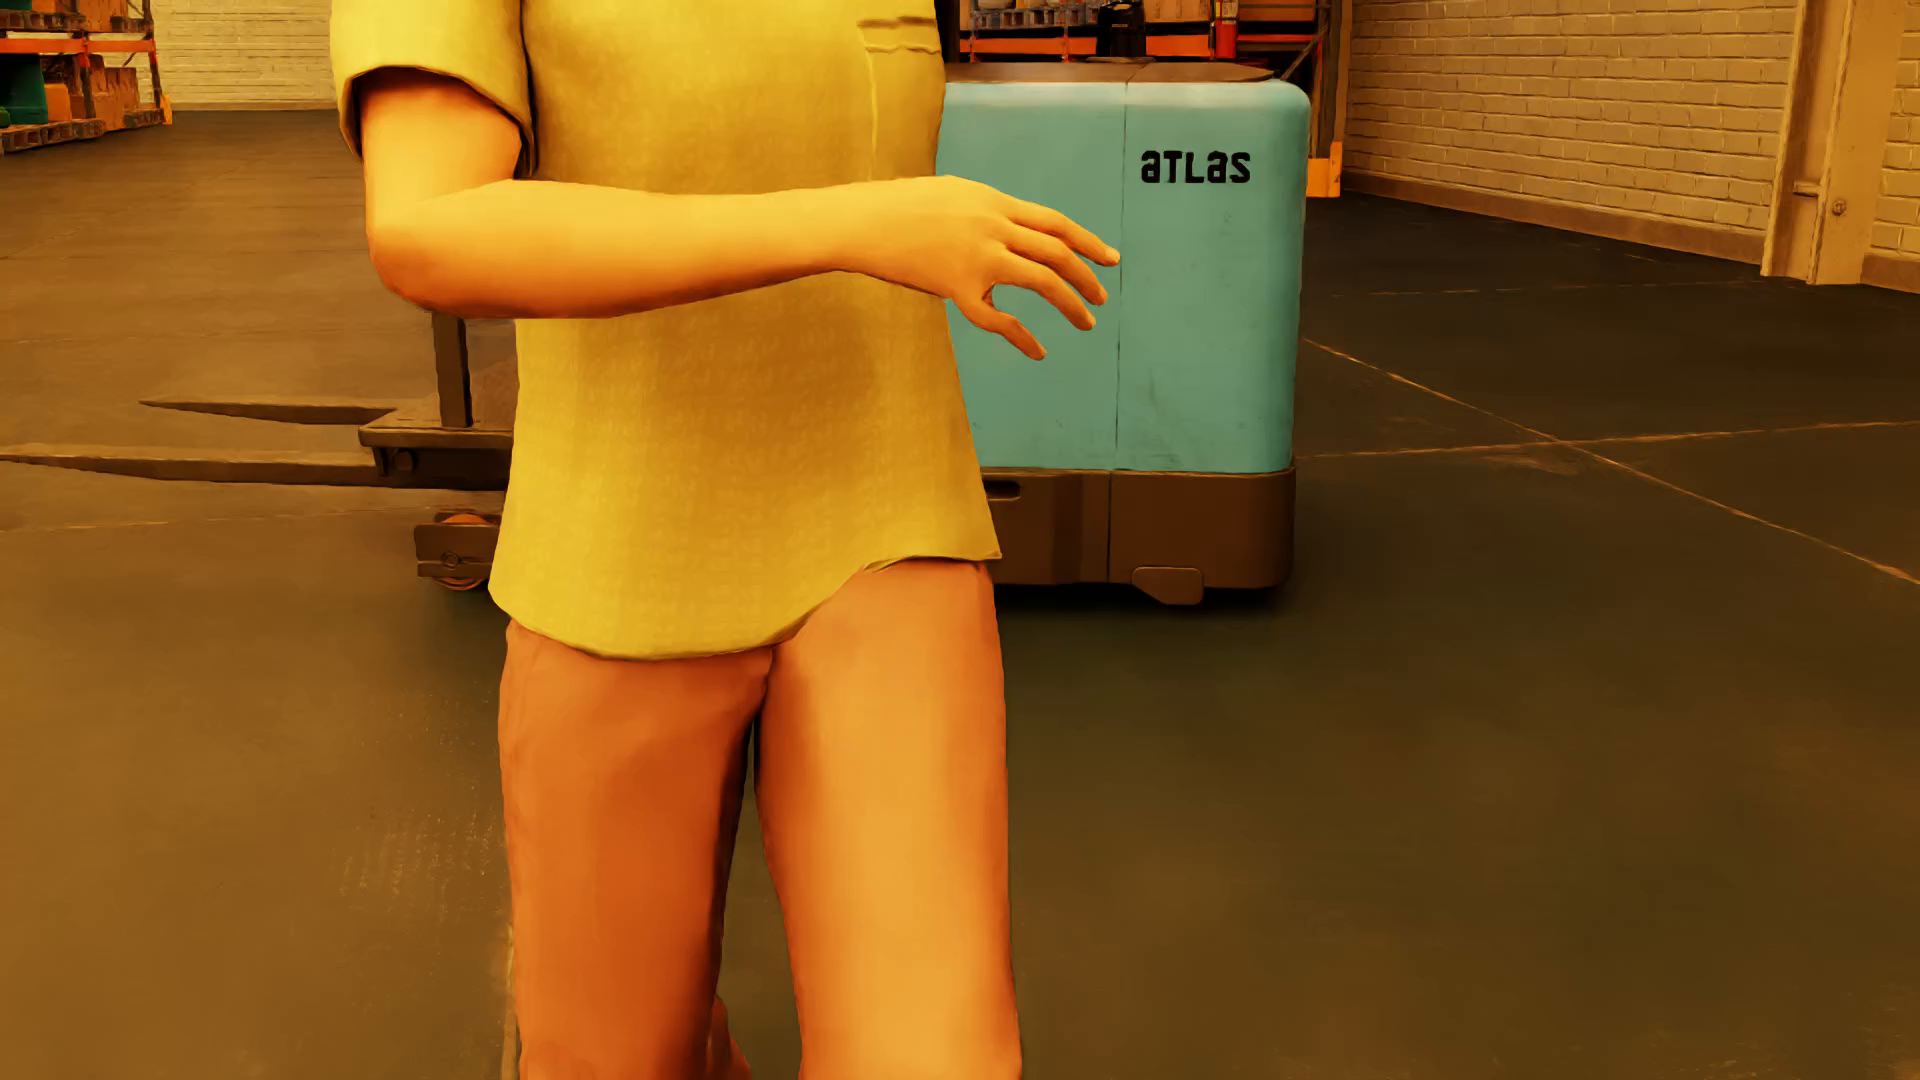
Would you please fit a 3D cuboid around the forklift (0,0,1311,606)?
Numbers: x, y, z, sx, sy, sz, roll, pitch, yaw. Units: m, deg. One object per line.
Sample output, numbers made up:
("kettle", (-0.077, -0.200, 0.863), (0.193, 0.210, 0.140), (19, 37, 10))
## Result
("forklift", (-0.754, -1.434, 3.694), (3.031, 2.935, 1.130), (2, 17, 7))
